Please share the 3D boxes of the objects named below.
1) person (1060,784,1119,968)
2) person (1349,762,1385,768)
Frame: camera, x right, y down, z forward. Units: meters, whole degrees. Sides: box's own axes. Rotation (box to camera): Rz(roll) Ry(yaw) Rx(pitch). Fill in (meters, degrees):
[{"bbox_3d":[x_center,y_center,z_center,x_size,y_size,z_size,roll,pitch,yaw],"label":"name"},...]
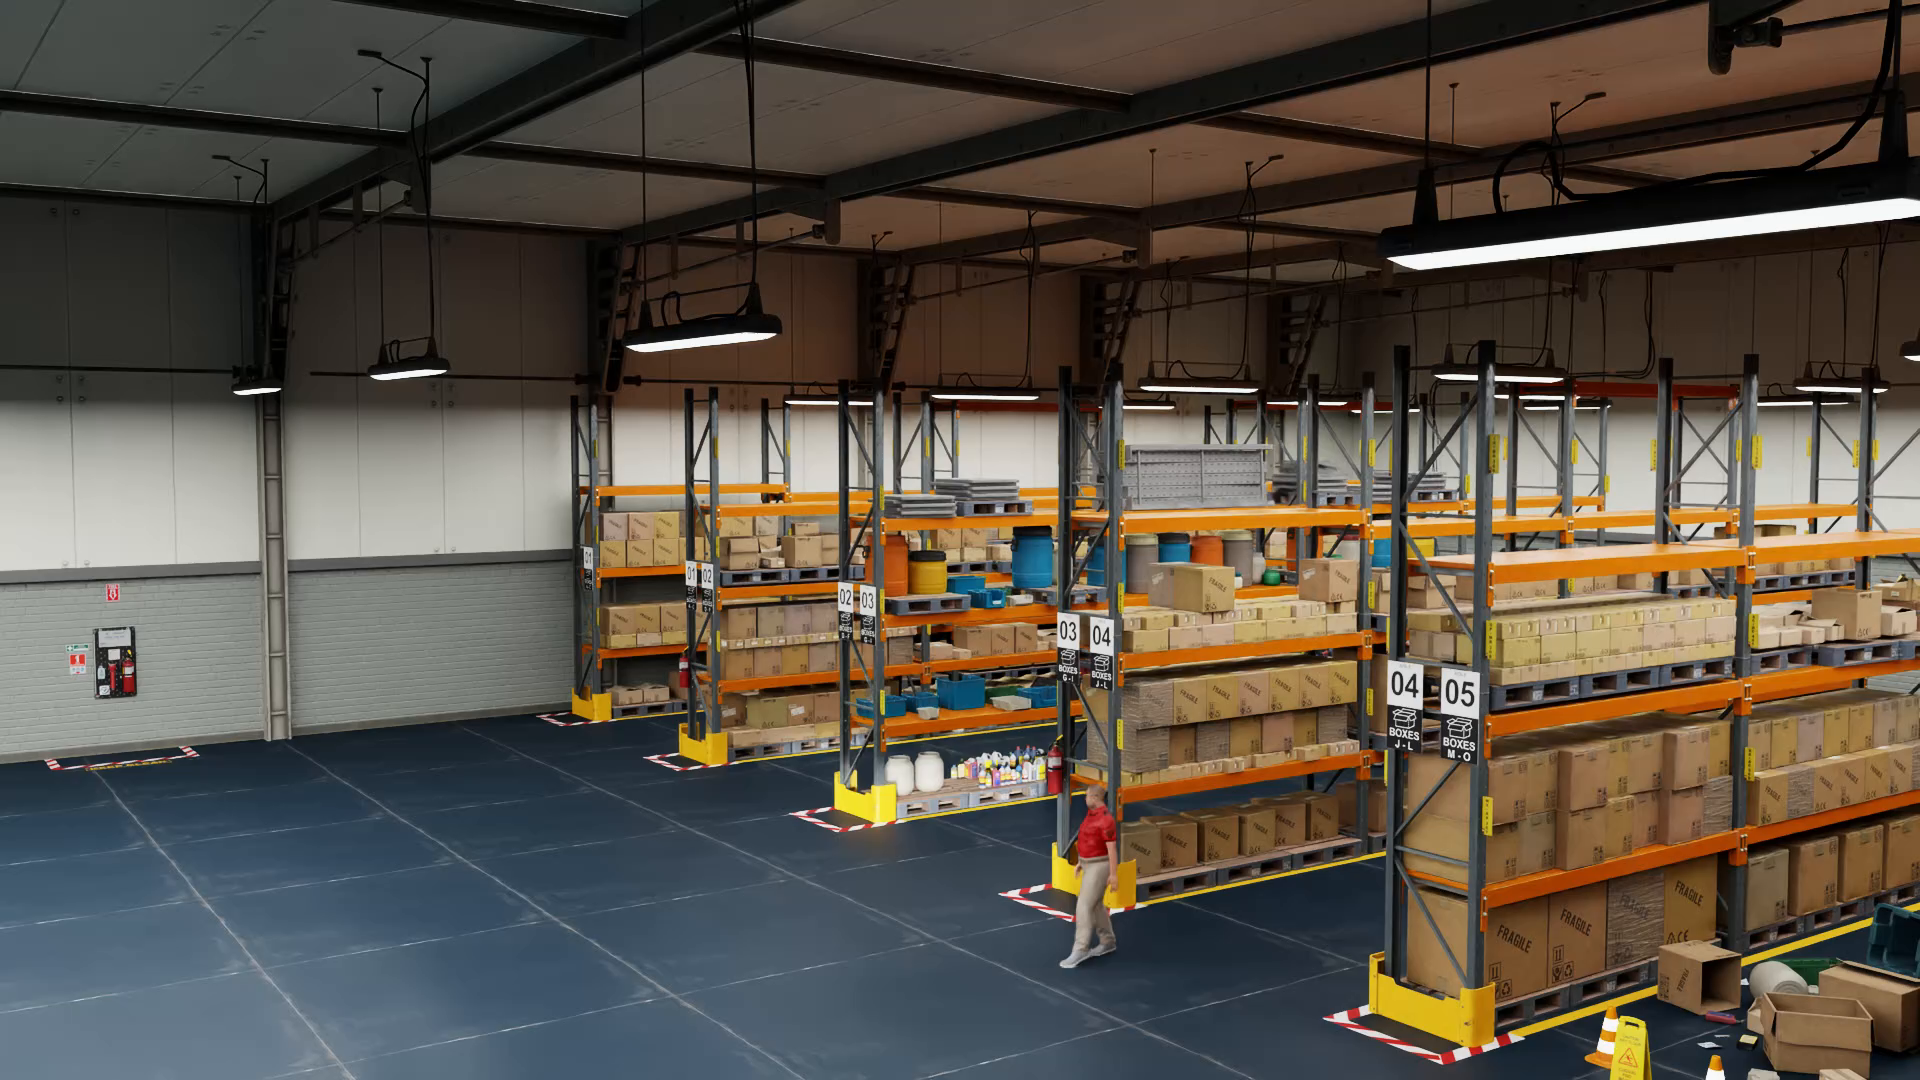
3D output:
[{"bbox_3d":[1.264,3.307,16.580,0.661,1.732,0.649,-1,3,-9],"label":"person"},{"bbox_3d":[6.458,2.712,26.242,0.650,1.804,0.589,-2,4,-32],"label":"person"}]
